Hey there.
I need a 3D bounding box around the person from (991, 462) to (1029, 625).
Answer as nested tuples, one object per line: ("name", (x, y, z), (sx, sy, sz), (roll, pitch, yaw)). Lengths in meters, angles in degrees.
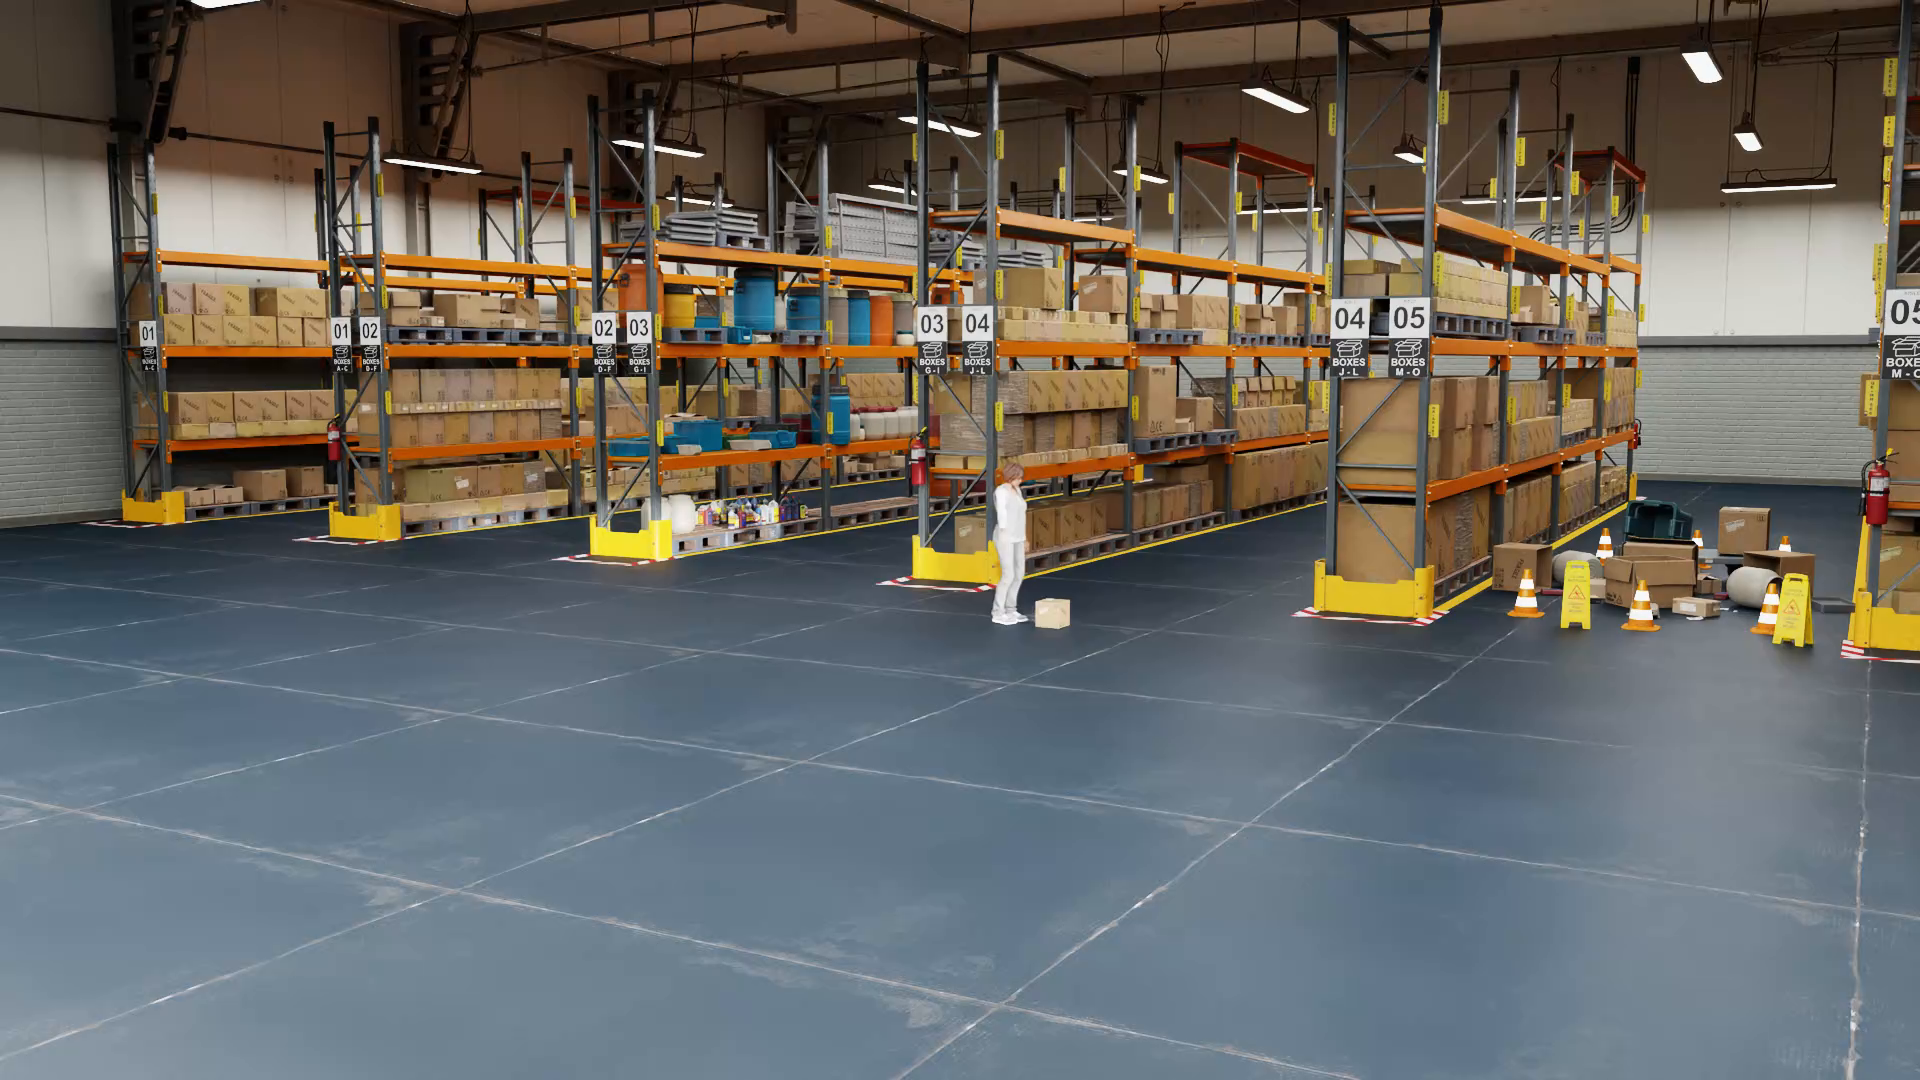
("person", (0.497, 0.033, 16.383), (0.305, 1.576, 0.409), (4, 7, 30))
